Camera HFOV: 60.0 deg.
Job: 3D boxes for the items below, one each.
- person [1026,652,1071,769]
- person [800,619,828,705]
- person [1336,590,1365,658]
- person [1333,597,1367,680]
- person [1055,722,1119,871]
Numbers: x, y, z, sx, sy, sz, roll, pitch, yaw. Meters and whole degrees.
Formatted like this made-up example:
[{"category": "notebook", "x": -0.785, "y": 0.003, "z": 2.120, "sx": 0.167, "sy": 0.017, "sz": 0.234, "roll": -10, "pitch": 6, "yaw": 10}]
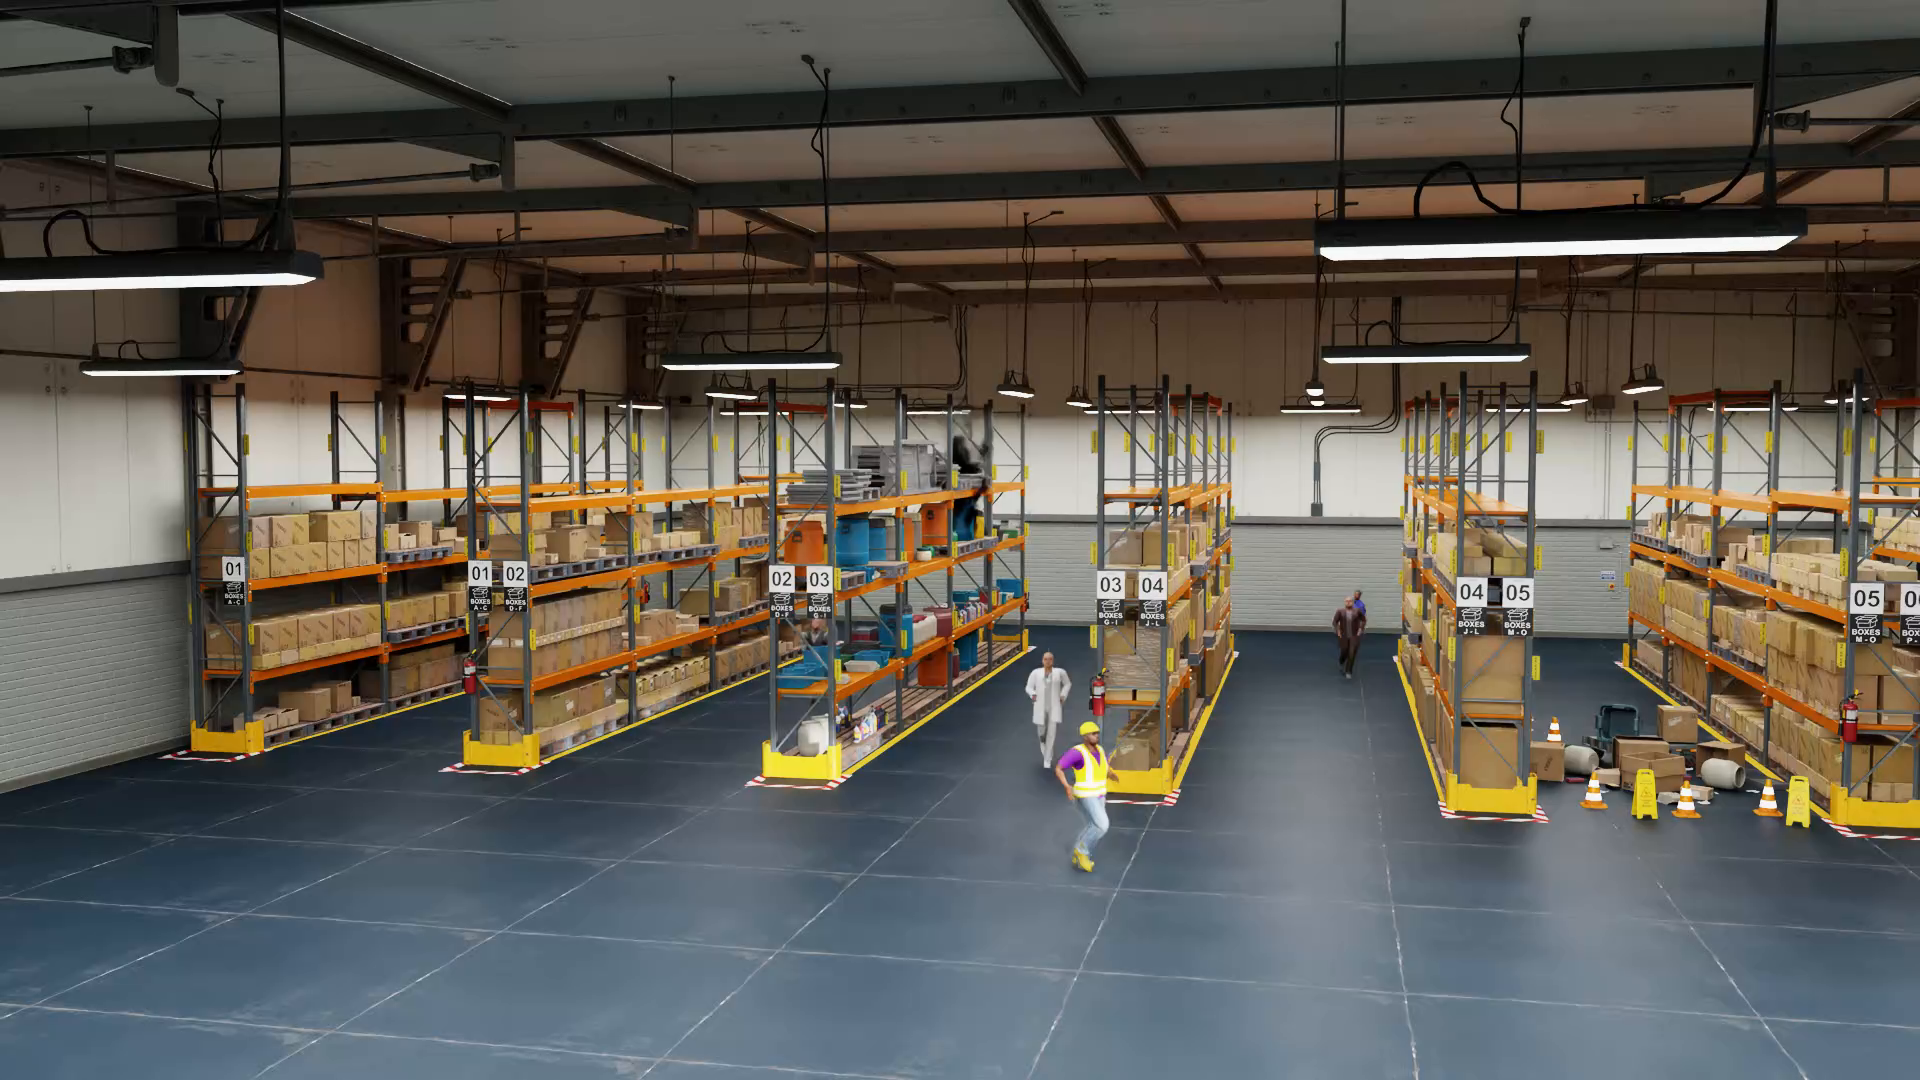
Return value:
[{"category": "person", "x": 1.383, "y": 2.635, "z": 26.012, "sx": 0.709, "sy": 1.762, "sz": 0.945, "roll": 0, "pitch": 3, "yaw": 5}, {"category": "person", "x": -2.778, "y": 2.332, "z": 32.049, "sx": 0.659, "sy": 1.673, "sz": 0.614, "roll": 0, "pitch": 3, "yaw": 6}, {"category": "person", "x": 9.240, "y": 1.994, "z": 38.986, "sx": 0.573, "sy": 1.680, "sz": 0.670, "roll": -3, "pitch": 4, "yaw": -40}, {"category": "person", "x": 8.388, "y": 2.094, "z": 35.784, "sx": 0.712, "sy": 1.759, "sz": 0.744, "roll": 1, "pitch": 3, "yaw": 14}, {"category": "person", "x": 1.557, "y": 3.001, "z": 19.506, "sx": 0.668, "sy": 1.734, "sz": 0.687, "roll": 3, "pitch": 4, "yaw": 41}]
